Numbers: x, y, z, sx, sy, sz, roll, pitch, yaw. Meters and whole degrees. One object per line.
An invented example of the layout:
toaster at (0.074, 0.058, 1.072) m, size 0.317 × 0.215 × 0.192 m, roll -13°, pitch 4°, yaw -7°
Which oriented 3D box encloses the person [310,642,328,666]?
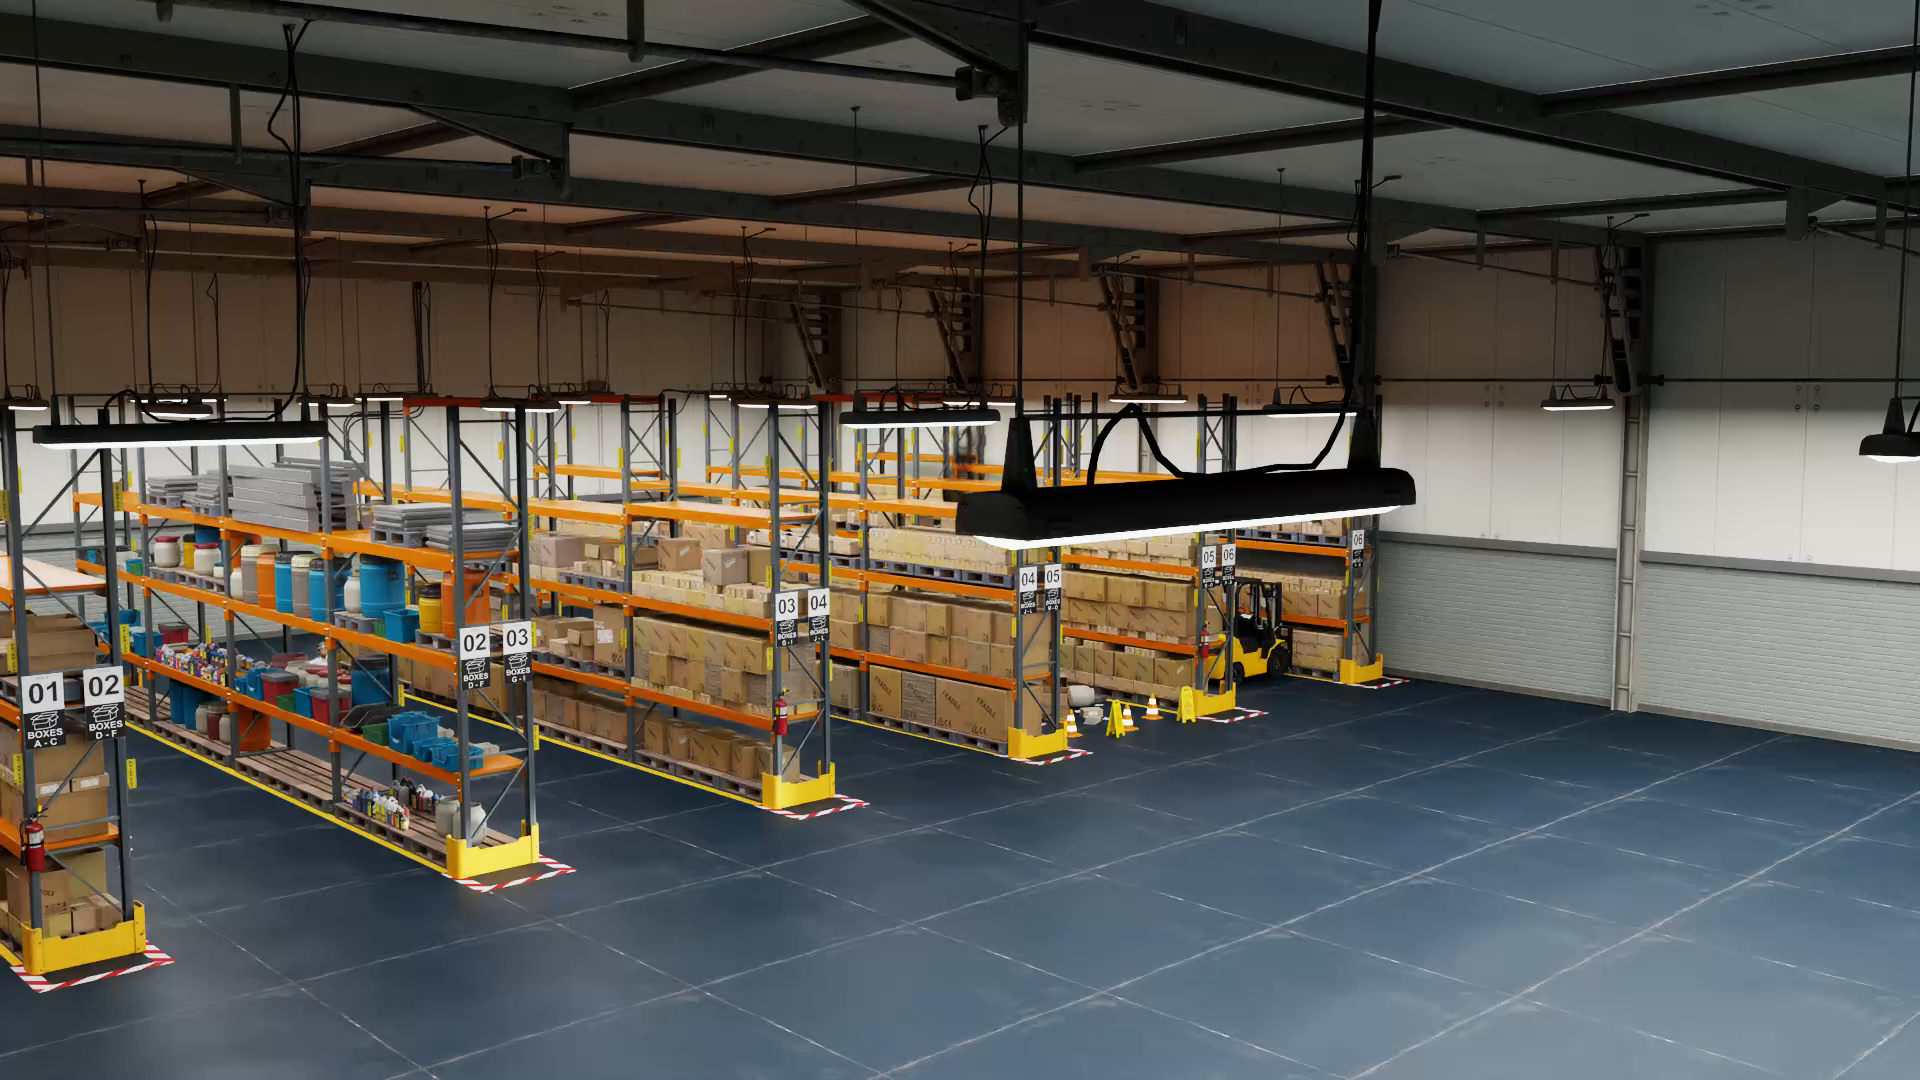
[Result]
person at (-11.386, 2.639, 29.812) m, size 0.514 × 1.659 × 0.616 m, roll 5°, pitch 7°, yaw 41°
